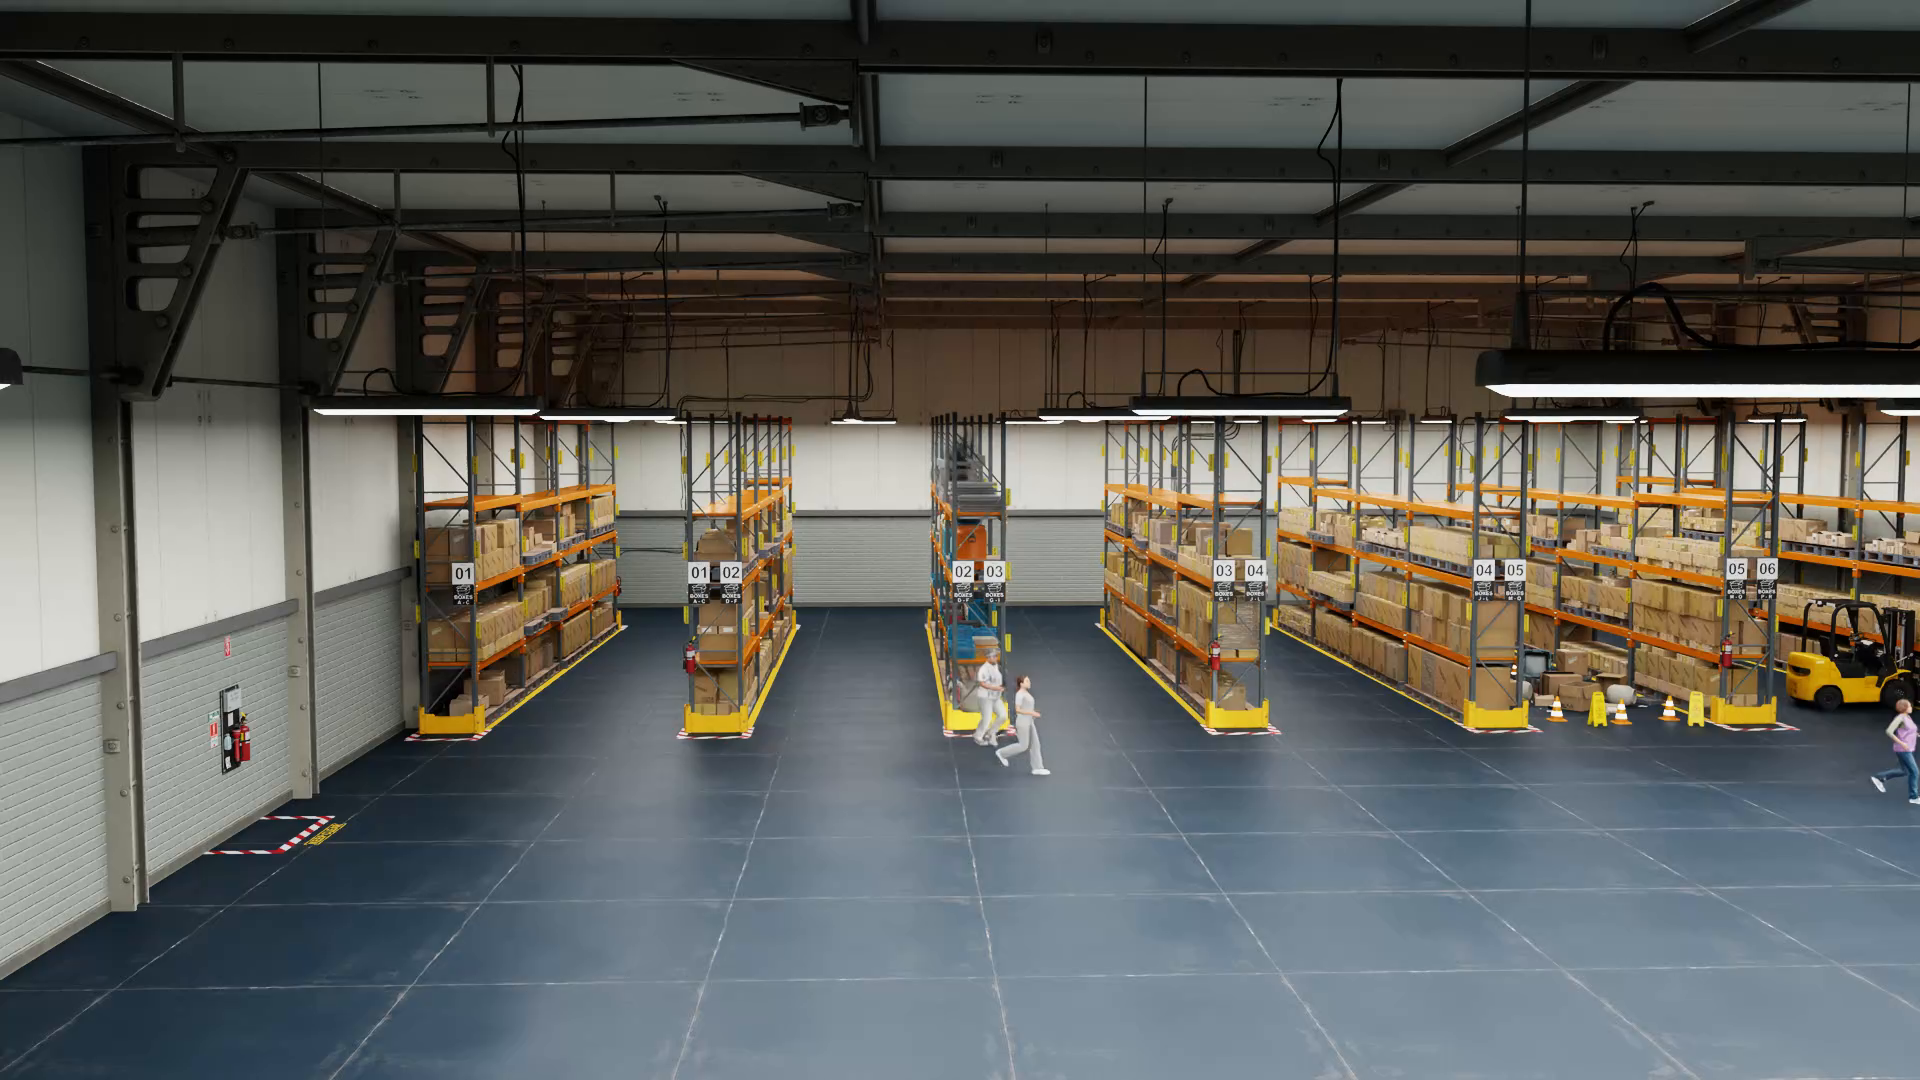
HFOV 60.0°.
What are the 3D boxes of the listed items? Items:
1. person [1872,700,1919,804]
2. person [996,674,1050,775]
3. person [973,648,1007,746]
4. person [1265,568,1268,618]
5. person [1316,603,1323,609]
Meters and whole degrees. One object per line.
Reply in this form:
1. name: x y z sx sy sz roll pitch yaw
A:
1. person: 14.334 3.206 25.316 0.822 1.570 0.547 3 5 42
2. person: 1.051 3.024 27.326 0.924 1.645 0.570 1 4 20
3. person: 0.586 2.837 29.775 0.704 1.805 0.687 3 5 39
4. person: 8.805 1.595 48.679 0.630 1.694 0.612 -2 5 -31
5. person: 10.509 1.598 48.731 0.671 1.668 0.617 -3 5 -37
